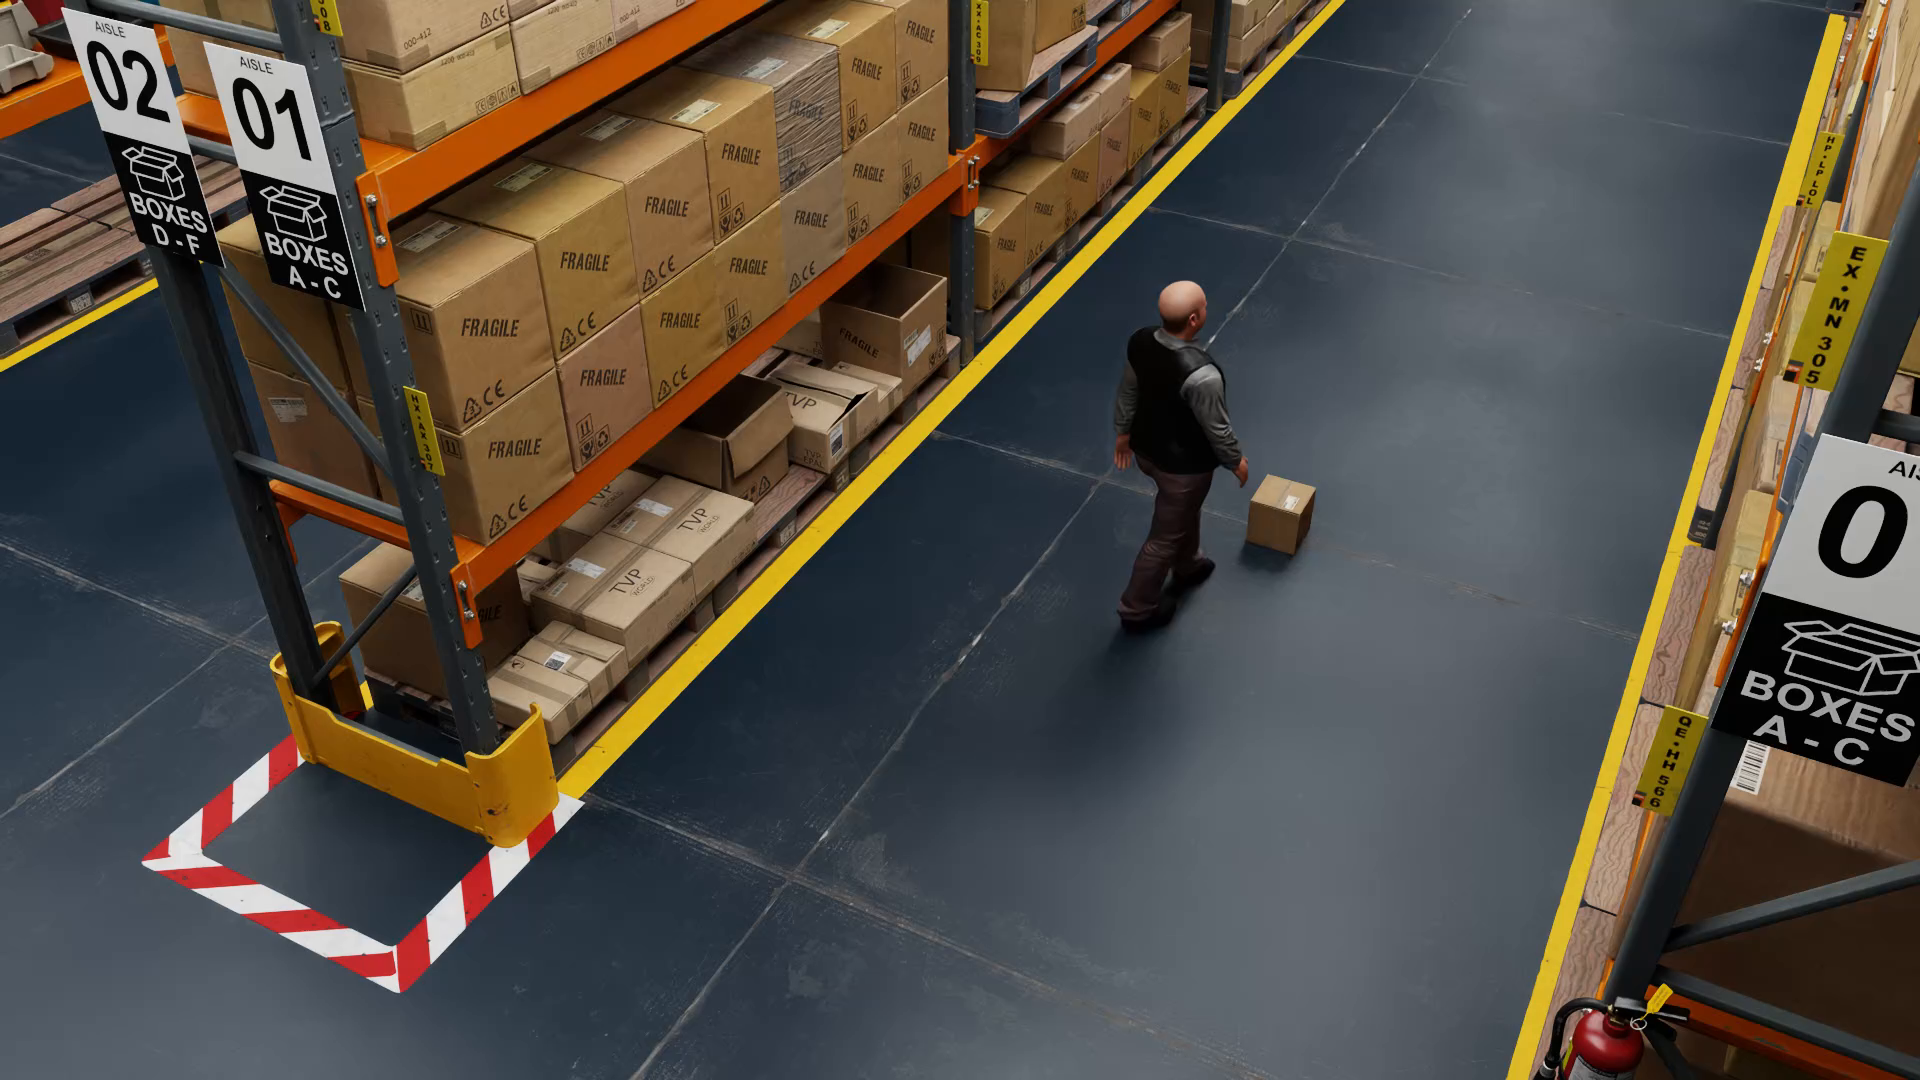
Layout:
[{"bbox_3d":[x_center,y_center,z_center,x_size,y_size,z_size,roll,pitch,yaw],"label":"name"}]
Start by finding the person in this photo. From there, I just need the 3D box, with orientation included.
[{"bbox_3d":[1.003,-0.368,7.247,0.696,1.745,0.566,-20,42,-23],"label":"person"}]
